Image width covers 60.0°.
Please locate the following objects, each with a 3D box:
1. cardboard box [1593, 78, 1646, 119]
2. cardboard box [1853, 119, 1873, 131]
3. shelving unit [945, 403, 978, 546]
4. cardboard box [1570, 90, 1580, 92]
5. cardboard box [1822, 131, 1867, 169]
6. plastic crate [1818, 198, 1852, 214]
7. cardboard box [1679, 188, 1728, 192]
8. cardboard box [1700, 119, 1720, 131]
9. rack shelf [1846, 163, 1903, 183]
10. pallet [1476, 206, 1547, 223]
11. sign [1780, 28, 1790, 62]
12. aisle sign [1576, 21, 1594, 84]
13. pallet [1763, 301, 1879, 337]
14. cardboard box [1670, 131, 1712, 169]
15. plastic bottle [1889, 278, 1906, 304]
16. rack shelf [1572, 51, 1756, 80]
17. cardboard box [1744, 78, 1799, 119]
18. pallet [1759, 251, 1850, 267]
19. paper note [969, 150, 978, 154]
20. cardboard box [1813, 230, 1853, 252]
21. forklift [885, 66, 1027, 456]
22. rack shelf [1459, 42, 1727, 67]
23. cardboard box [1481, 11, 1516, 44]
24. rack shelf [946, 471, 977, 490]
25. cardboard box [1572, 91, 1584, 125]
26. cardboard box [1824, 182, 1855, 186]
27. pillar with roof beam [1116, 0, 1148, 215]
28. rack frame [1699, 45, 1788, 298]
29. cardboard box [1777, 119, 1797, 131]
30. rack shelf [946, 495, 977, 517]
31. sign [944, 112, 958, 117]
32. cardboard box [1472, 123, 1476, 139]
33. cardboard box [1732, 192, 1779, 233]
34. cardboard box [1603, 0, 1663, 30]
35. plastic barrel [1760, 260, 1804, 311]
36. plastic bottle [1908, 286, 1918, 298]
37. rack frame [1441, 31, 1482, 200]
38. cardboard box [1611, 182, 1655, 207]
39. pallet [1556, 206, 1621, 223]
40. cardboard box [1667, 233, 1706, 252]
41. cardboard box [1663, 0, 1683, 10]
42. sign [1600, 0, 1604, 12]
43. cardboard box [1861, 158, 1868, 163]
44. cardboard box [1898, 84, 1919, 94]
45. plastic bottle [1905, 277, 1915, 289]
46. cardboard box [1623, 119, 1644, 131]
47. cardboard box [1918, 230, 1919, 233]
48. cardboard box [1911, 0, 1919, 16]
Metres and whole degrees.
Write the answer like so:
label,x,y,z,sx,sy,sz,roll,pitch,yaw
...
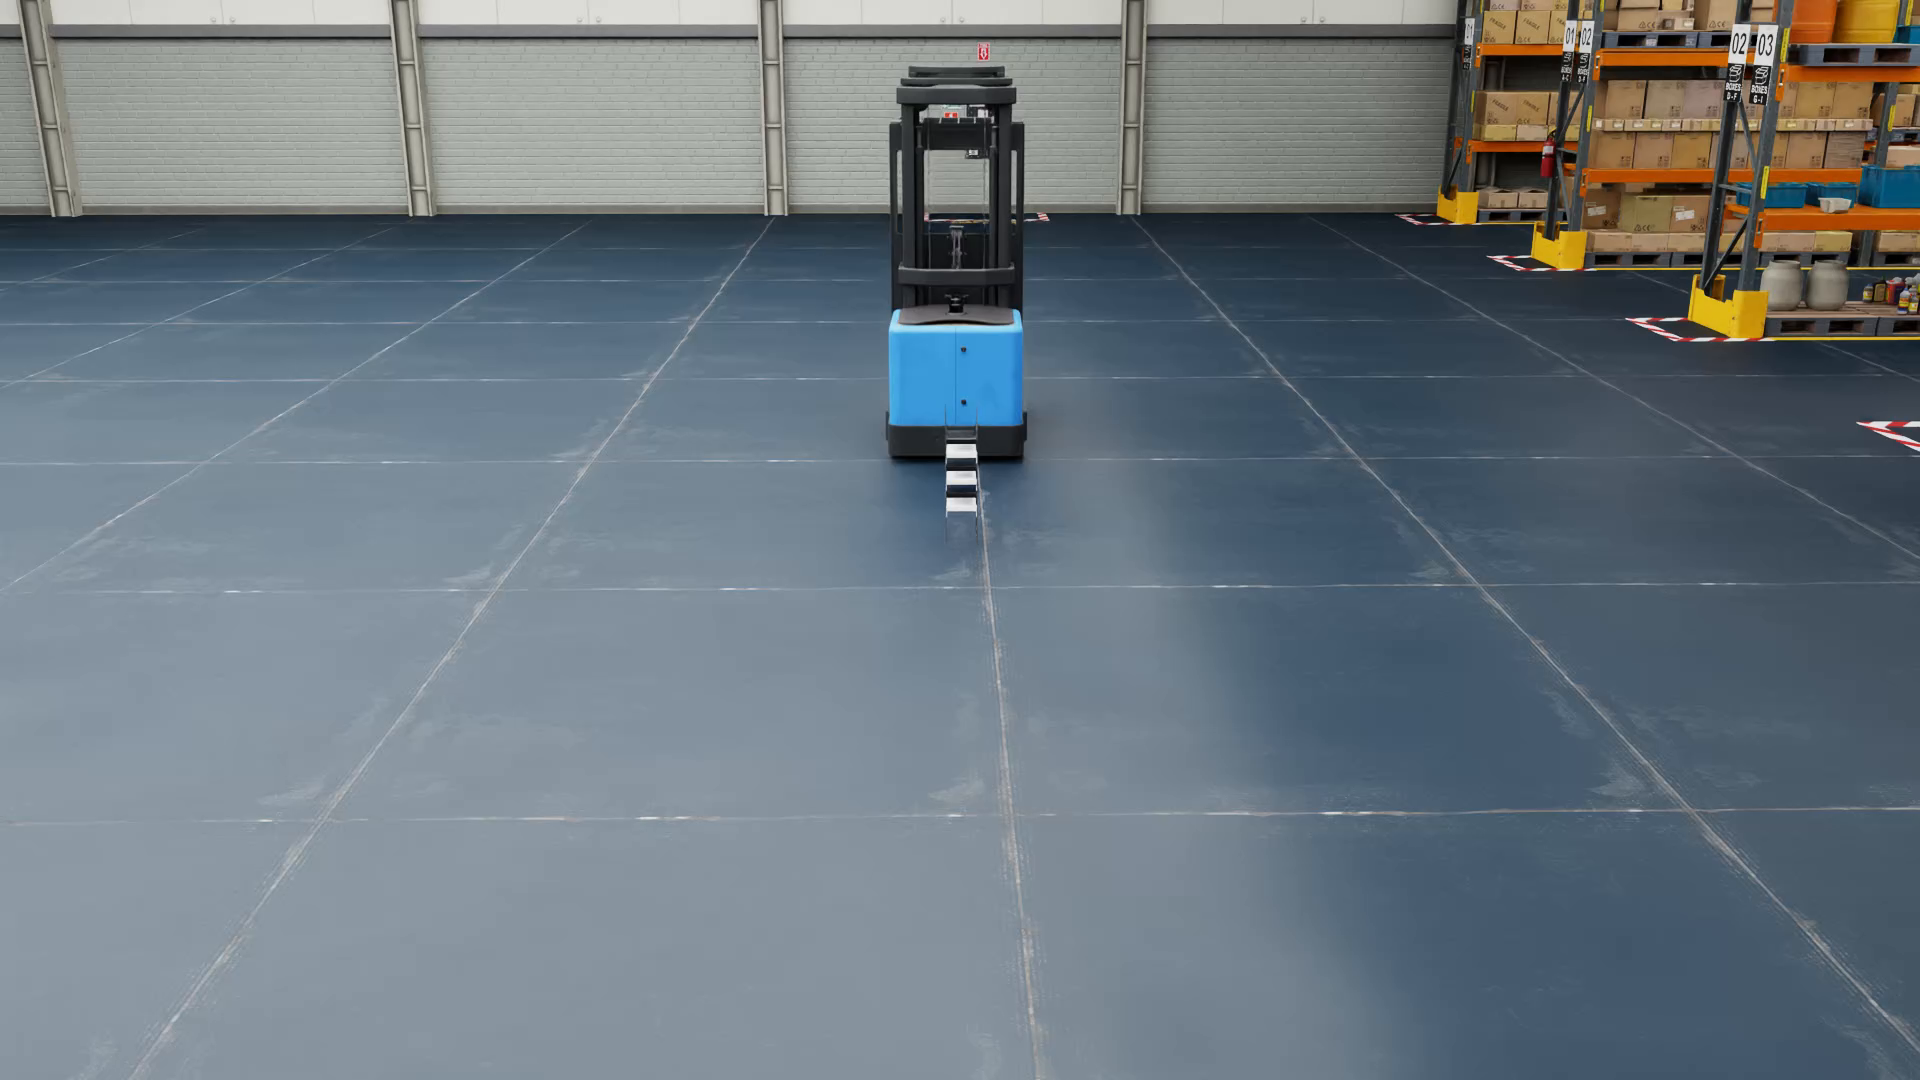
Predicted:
label,x,y,z,sx,sy,sz,roll,pitch,yaw
cardboard box,8.792,-5.925,22.319,0.500,0.500,0.700,0,18,-1
cardboard box,12.003,-5.570,22.274,0.250,0.149,0.380,0,18,-1
shelving unit,0.008,-0.429,10.910,0.210,0.900,0.258,0,18,-1
cardboard box,10.182,-7.142,27.385,0.500,0.500,0.500,0,18,0
cardboard box,11.828,-5.324,22.569,0.500,0.500,0.700,-1,18,-2
plastic crate,9.246,-3.528,17.568,0.250,0.136,0.298,0,18,-1
cardboard box,10.303,-4.613,23.104,0.500,0.500,0.500,0,18,-1
cardboard box,9.955,-5.560,22.244,0.250,0.149,0.380,-1,18,-2
rack shelf,14.271,-4.947,22.736,4.000,0.370,1.077,0,18,-1
pallet,9.079,-5.439,27.658,1.213,0.211,1.003,0,18,-1
sign,8.351,-5.012,16.837,0.005,0.325,0.100,0,18,-1
aisle sign,8.211,-6.405,21.847,0.004,0.787,0.394,0,18,-1
pallet,9.234,-2.437,18.299,1.213,0.211,1.003,0,18,-1
cardboard box,9.760,-5.311,22.530,0.500,0.500,0.700,0,18,0
plastic bottle,10.430,-2.767,18.489,0.133,0.283,0.061,0,18,-1
rack shelf,10.271,-6.356,22.218,4.000,0.370,1.077,0,18,-1
cardboard box,10.822,-5.936,22.355,0.500,0.500,0.700,0,18,-1
pallet,11.475,-3.961,23.050,1.213,0.211,1.003,0,18,-1
paper note,0.227,-6.613,28.193,0.142,0.148,0.016,0,18,-1
cardboard box,11.811,-4.102,22.737,0.500,0.250,0.500,0,18,-1
forklift,-0.023,-2.436,13.843,1.130,2.935,3.031,0,18,0
rack shelf,10.190,-7.869,26.934,4.000,0.370,1.077,0,18,-1
cardboard box,8.528,-8.184,26.543,0.500,0.500,0.500,0,18,1
rack shelf,0.008,-0.397,10.920,0.200,0.077,0.258,0,18,-1
cardboard box,10.199,-6.985,26.898,0.500,0.500,0.500,0,18,1
cardboard box,14.456,-5.834,27.696,0.500,0.500,0.700,0,18,-1
pillar with roof beam,2.945,-8.554,22.981,0.400,9.000,9.100,0,18,-1
rack frame,8.346,-3.748,17.820,0.127,3.000,1.000,0,18,-1
cardboard box,10.985,-5.565,22.261,0.250,0.149,0.380,0,18,-1
rack shelf,0.008,-0.225,10.975,0.200,0.077,0.258,0,18,-1
sign,-0.149,-7.058,28.080,0.234,0.329,0.001,0,18,-1
cardboard box,8.654,-6.773,27.464,0.500,0.250,0.500,0,18,0
cardboard box,10.811,-4.456,22.615,0.500,0.500,0.500,0,18,-1
cardboard box,8.846,-7.006,21.982,0.637,0.503,0.797,1,18,3
plastic barrel,9.003,-2.790,18.219,0.421,0.512,0.421,0,18,0
plastic bottle,10.587,-2.723,18.487,0.097,0.201,0.097,0,18,0
rack frame,8.190,-6.774,27.253,0.127,3.000,1.000,0,18,-1
cardboard box,11.152,-5.795,27.574,0.500,0.500,0.500,-2,18,-5
pallet,10.295,-5.444,27.674,1.213,0.211,1.003,0,18,-1
cardboard box,9.811,-4.092,22.707,0.500,0.250,0.500,0,18,-1
cardboard box,11.142,-8.663,26.400,0.500,0.500,0.500,1,18,2
sign,8.274,-6.973,21.404,0.005,0.325,0.100,0,18,-1
cardboard box,14.899,-6.186,27.564,0.500,0.250,0.500,0,18,0
cardboard box,15.523,-7.361,27.139,0.250,0.149,0.380,-3,18,-10
plastic bottle,10.567,-2.797,18.594,0.135,0.276,0.152,-1,18,-2
cardboard box,8.931,-5.555,22.229,0.250,0.149,0.380,-1,18,-2
cardboard box,13.189,-4.364,22.638,0.500,0.311,0.500,0,18,-2
cardboard box,12.889,-7.185,21.954,0.500,0.500,0.500,0,18,0
